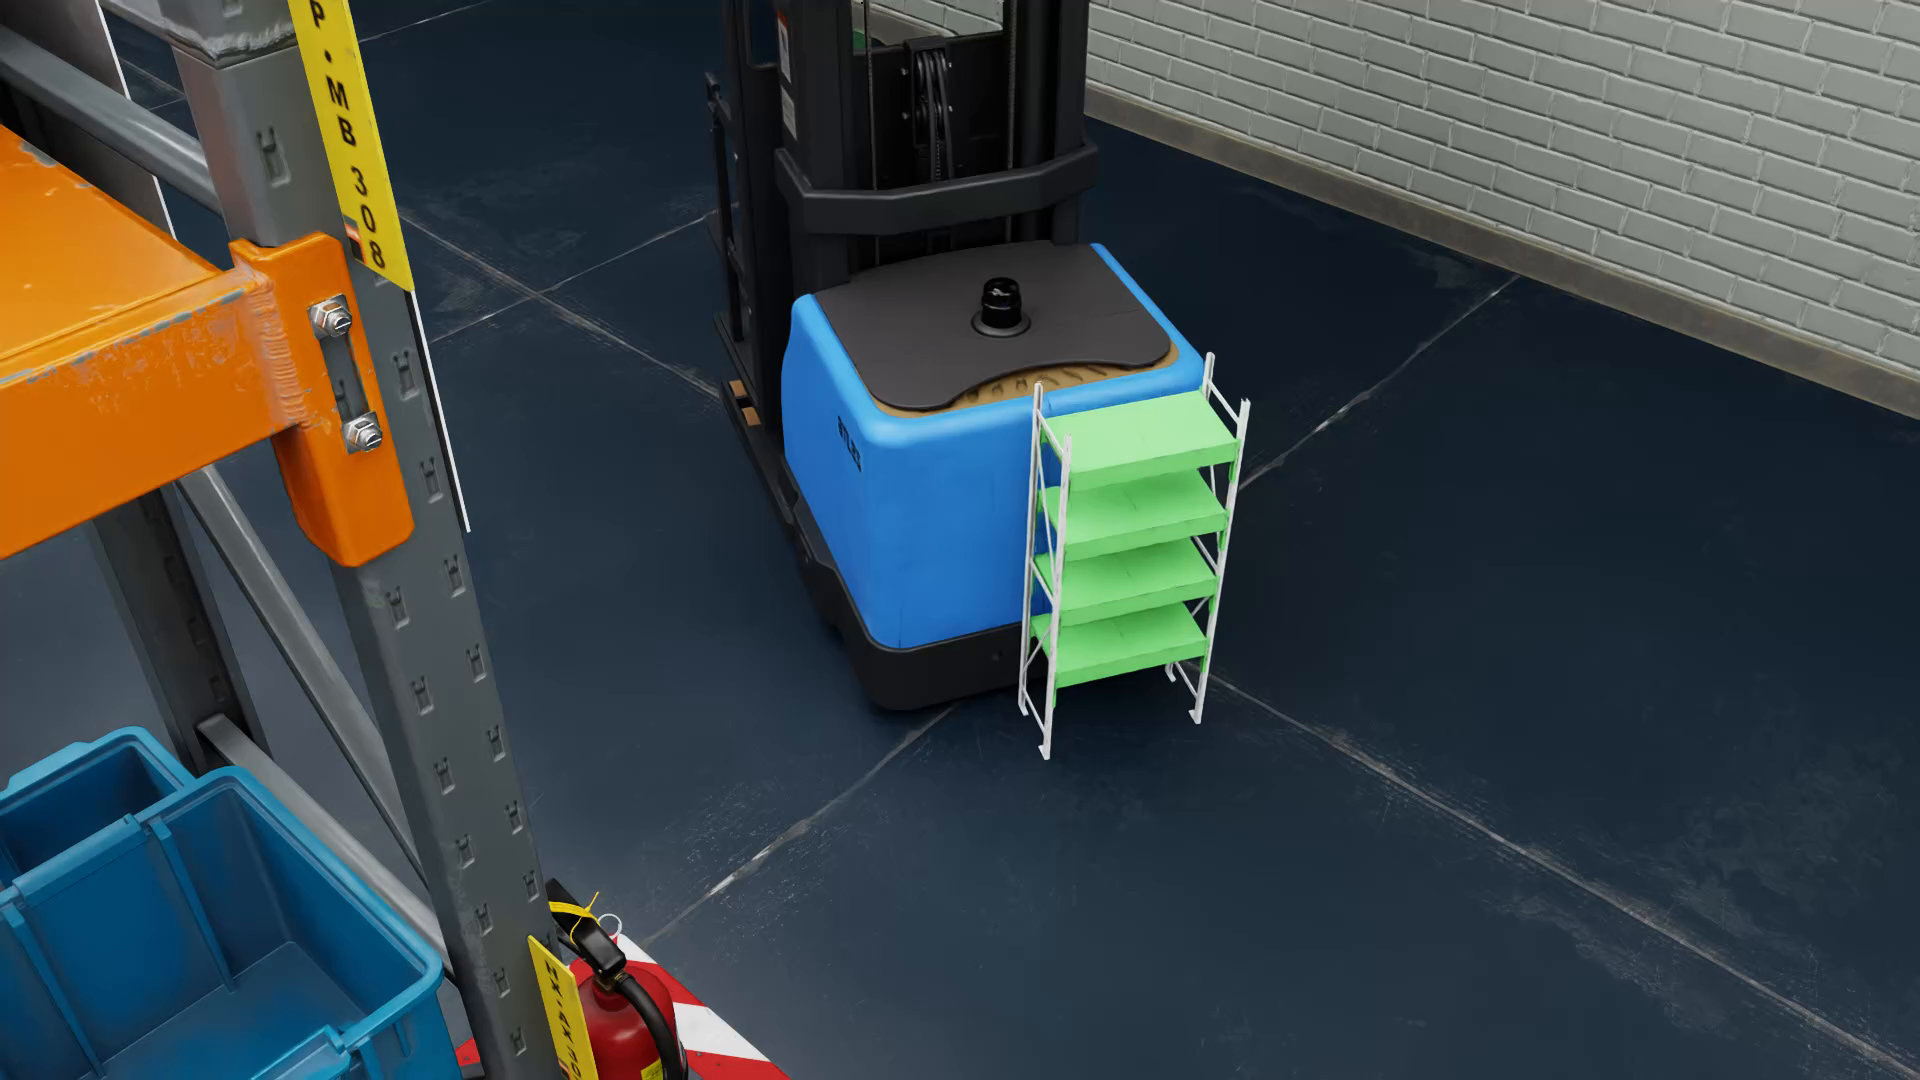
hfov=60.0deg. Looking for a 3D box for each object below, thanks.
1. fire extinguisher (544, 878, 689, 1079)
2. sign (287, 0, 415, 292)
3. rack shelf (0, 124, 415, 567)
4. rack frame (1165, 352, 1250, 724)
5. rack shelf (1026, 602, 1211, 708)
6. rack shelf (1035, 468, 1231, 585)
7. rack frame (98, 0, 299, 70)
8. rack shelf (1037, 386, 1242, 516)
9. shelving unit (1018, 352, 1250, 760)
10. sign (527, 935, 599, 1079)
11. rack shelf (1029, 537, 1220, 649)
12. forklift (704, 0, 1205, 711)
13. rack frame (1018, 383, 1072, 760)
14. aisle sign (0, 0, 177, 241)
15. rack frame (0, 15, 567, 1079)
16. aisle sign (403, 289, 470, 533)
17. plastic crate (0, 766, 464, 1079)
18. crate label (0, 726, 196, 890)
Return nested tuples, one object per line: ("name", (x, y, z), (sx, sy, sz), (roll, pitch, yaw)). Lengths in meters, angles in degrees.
("fire extinguisher", (-0.533, 0.825, 2.664), (0.296, 0.674, 0.183), (30, 47, 32))
("sign", (-0.553, -0.382, 1.494), (0.100, 0.325, 0.005), (30, 47, 32))
("rack shelf", (-2.319, 0.554, 0.811), (1.077, 0.370, 4.000), (30, 47, 32))
("rack frame", (0.694, 0.028, 4.741), (0.015, 1.200, 0.240), (-11, 42, -14))
("rack shelf", (0.458, 0.305, 4.881), (0.480, 0.148, 0.258), (-11, 42, -14))
("rack shelf", (0.464, -0.058, 4.567), (0.480, 0.148, 0.258), (-11, 42, -14))
("rack frame", (-0.970, -1.821, 0.809), (1.000, 3.000, 0.127), (30, 47, 32))
("rack shelf", (0.467, -0.240, 4.410), (0.480, 0.148, 0.258), (-11, 42, -14))
("shelving unit", (0.462, 0.075, 4.682), (0.503, 1.200, 0.258), (-11, 42, -14))
("sign", (-0.553, 0.687, 2.345), (0.100, 0.325, 0.005), (30, 47, 32))
("rack shelf", (0.461, 0.124, 4.724), (0.480, 0.148, 0.258), (-11, 42, -14))
("forklift", (-0.262, -1.556, 5.352), (1.130, 2.935, 3.031), (-13, 40, -15))
("rack frame", (0.230, 0.122, 4.624), (0.015, 1.200, 0.240), (-11, 42, -14))
("aisle sign", (-1.140, -0.648, 2.066), (0.394, 0.787, 0.004), (30, 47, 32))
("rack frame", (-0.970, 0.528, 2.676), (1.000, 3.000, 0.127), (30, 47, 32))
("aisle sign", (-0.705, -0.400, 1.754), (0.394, 0.787, 0.004), (30, 47, 32))
("plastic crate", (-1.058, 0.722, 2.355), (0.616, 0.435, 0.499), (30, 47, 32))
("crate label", (-1.379, 0.545, 2.741), (0.416, 0.233, 0.303), (30, 47, 32))
